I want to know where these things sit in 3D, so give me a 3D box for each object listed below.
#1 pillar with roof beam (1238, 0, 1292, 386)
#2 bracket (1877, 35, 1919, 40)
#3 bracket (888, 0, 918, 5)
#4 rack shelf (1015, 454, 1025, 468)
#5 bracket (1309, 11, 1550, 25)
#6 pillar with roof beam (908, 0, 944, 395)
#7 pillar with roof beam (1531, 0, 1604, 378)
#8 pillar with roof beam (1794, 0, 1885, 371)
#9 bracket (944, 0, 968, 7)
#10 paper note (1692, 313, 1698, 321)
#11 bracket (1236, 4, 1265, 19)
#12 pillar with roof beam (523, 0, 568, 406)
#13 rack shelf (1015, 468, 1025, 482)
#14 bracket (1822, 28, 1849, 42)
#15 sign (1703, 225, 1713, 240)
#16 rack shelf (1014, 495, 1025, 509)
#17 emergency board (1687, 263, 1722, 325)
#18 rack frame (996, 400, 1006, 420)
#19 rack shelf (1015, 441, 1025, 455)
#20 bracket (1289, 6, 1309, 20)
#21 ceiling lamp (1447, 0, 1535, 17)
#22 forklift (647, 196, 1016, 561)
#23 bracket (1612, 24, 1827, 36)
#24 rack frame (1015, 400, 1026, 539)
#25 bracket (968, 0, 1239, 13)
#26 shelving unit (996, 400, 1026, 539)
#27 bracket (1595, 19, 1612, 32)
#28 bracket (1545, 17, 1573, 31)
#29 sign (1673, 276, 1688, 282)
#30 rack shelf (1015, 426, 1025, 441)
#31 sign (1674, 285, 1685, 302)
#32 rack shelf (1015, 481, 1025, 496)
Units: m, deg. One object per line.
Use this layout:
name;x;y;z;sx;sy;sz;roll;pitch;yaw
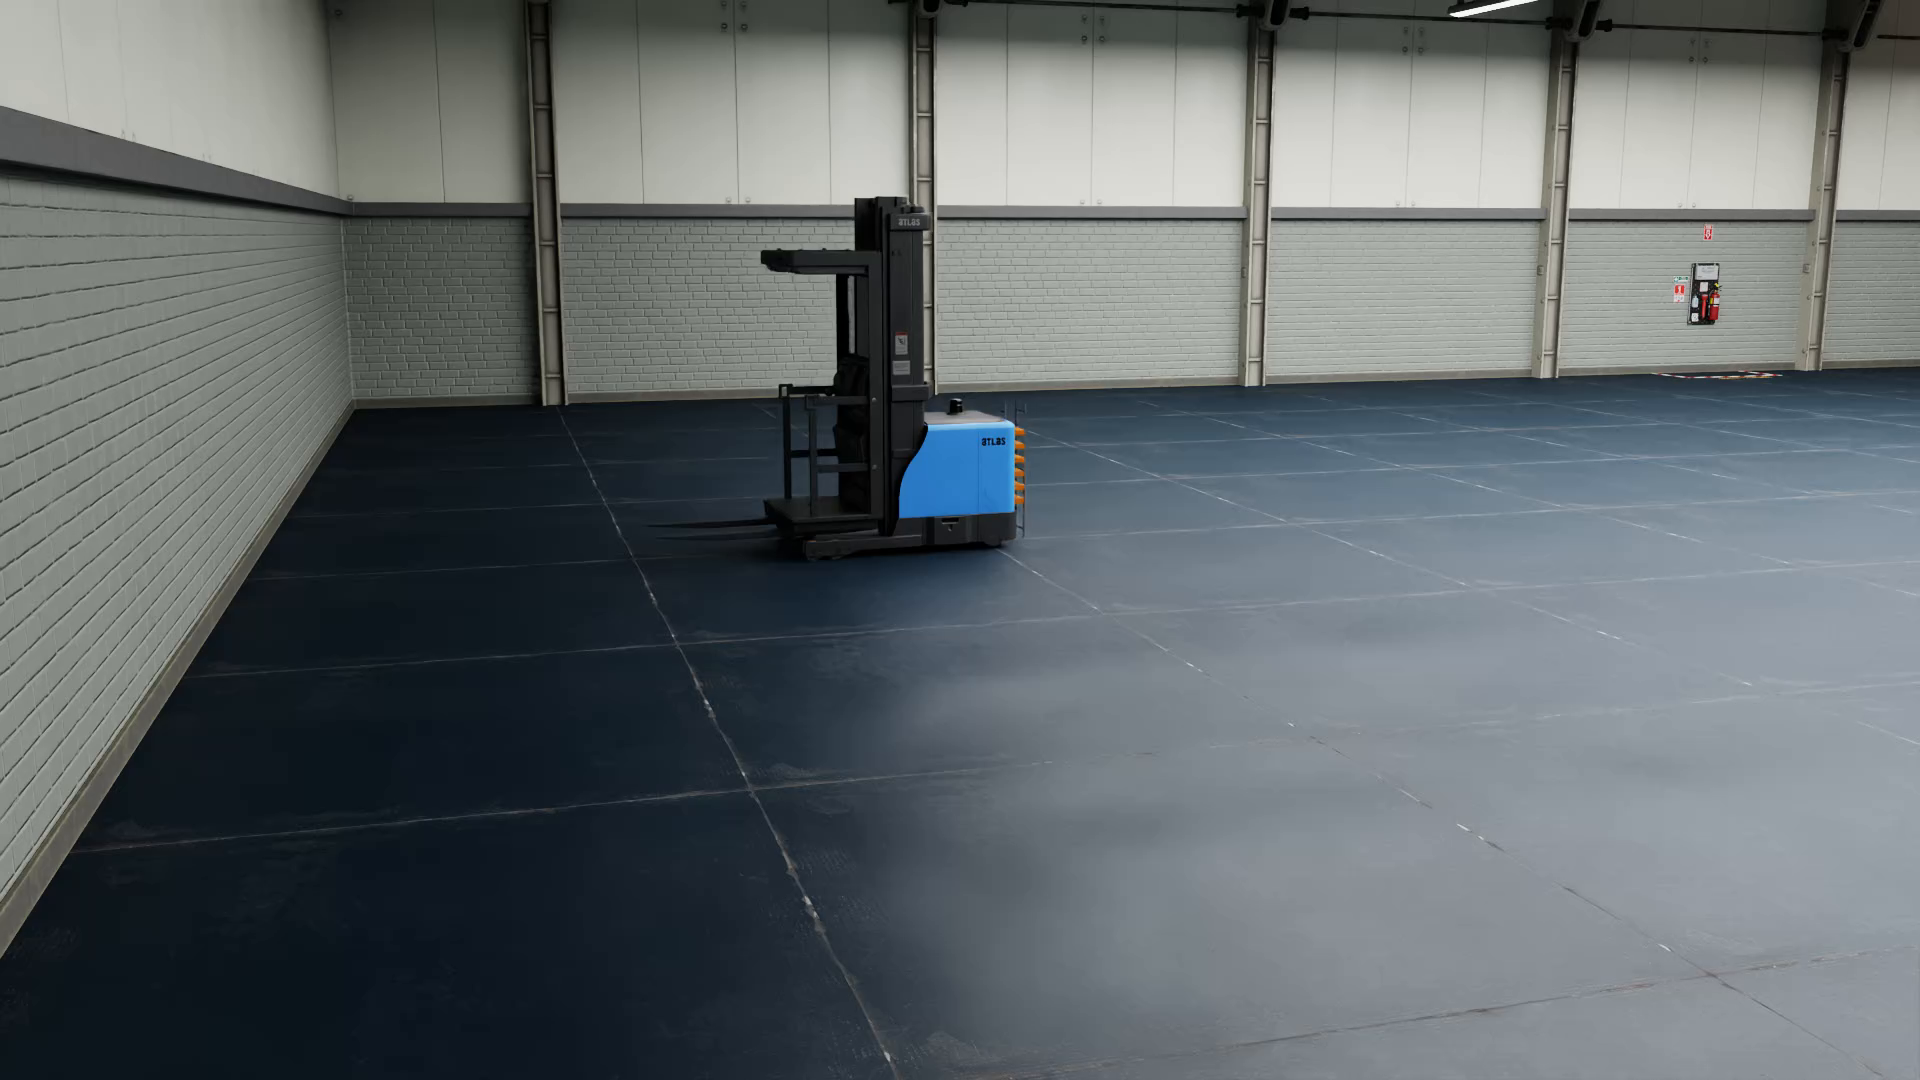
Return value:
pillar with roof beam;6.360;-6.416;24.546;0.548;9.000;9.100;-3;11;-16
bracket;19.650;-9.632;32.070;4.783;0.066;0.076;-3;11;-16
bracket;-0.903;-8.549;26.186;0.430;0.232;0.235;-3;11;-16
rack shelf;0.442;-0.691;14.568;0.180;0.103;0.258;-3;11;-18
bracket;8.129;-9.025;28.772;4.783;0.066;0.076;-3;11;-16
pillar with roof beam;0.599;-6.113;22.896;0.548;9.000;9.100;-3;11;-16
pillar with roof beam;12.121;-6.720;26.195;0.548;9.000;9.100;-3;11;-16
pillar with roof beam;17.882;-7.024;27.844;0.548;9.000;9.100;-3;11;-16
bracket;-0.106;-8.591;26.414;0.430;0.232;0.235;-3;11;-16
paper note;14.106;-4.273;31.905;0.142;0.148;0.016;-3;11;-16
bracket;4.858;-8.852;27.835;0.430;0.232;0.235;-3;11;-16
pillar with roof beam;-5.161;-5.809;21.247;0.548;9.000;9.100;-3;11;-16
rack shelf;0.442;-0.573;14.590;0.180;0.103;0.258;-3;11;-18
bracket;16.380;-9.460;31.134;0.430;0.232;0.235;-3;11;-16
sign;14.260;-5.860;31.691;0.199;0.298;0.001;-3;11;-16
rack shelf;0.442;-0.337;14.634;0.180;0.103;0.258;-3;11;-18
emergency board;14.295;-4.703;31.809;0.643;1.169;0.194;-3;11;-16
rack frame;0.355;-0.611;14.554;0.006;1.200;0.240;-3;11;-18
rack shelf;0.442;-0.809;14.547;0.180;0.103;0.258;-3;11;-18
bracket;5.655;-8.894;28.064;0.430;0.232;0.235;-3;11;-16
ceiling lamp;7.479;-9.222;23.666;0.800;3.185;2.000;-3;11;-16
forklift;-1.096;-1.380;13.946;3.031;2.935;1.130;-3;11;-18
bracket;13.889;-9.328;30.421;4.783;0.066;0.076;-3;11;-16
rack frame;0.529;-0.622;14.610;0.006;1.200;0.240;-3;11;-18
bracket;2.368;-8.721;27.123;4.783;0.066;0.076;-3;11;-16
shelving unit;0.442;-0.617;14.582;0.189;1.200;0.258;-3;11;-18
bracket;11.416;-9.198;29.713;0.430;0.232;0.235;-3;11;-16
bracket;10.619;-9.156;29.485;0.430;0.232;0.235;-3;11;-16
sign;13.743;-4.970;31.696;0.331;0.109;0.001;-3;11;-16
rack shelf;0.442;-0.927;14.525;0.180;0.103;0.258;-3;11;-18
sign;13.736;-4.711;31.751;0.234;0.329;0.001;-3;11;-16
rack shelf;0.442;-0.455;14.612;0.180;0.103;0.258;-3;11;-18
